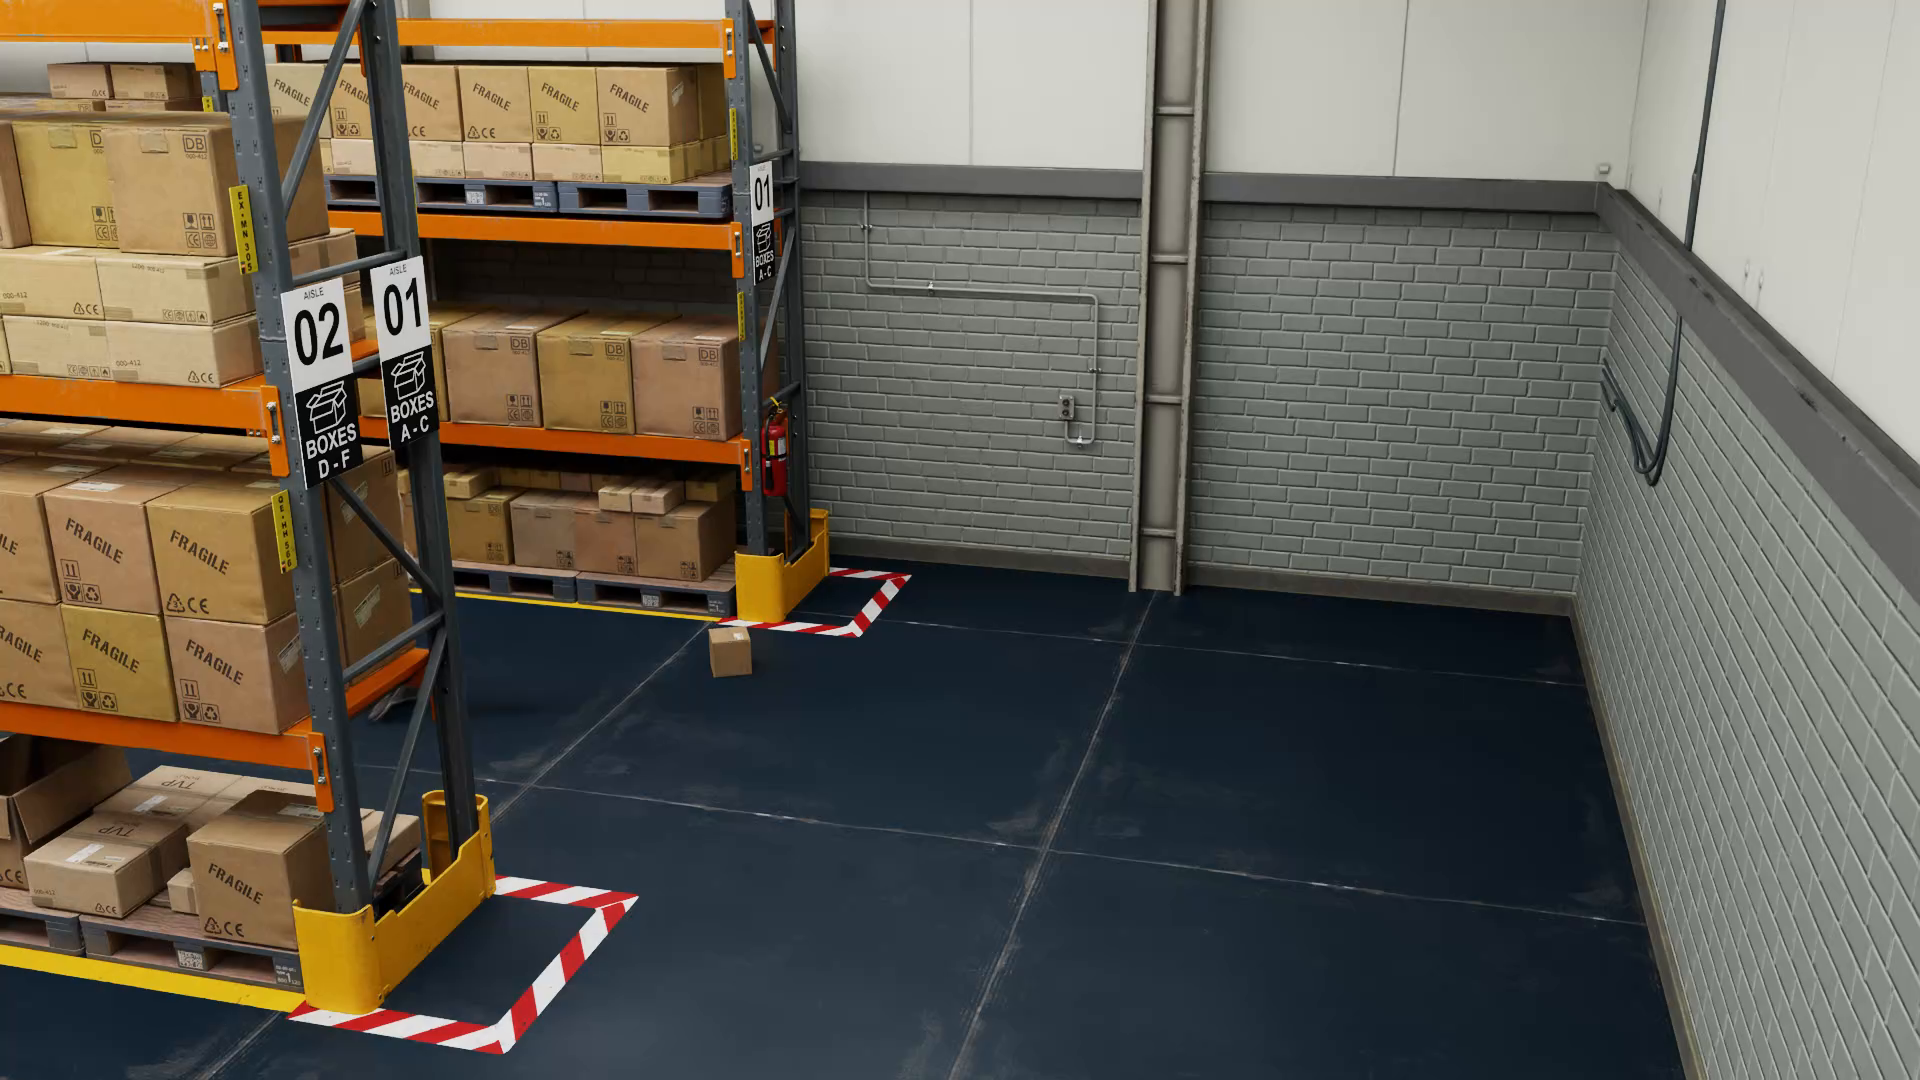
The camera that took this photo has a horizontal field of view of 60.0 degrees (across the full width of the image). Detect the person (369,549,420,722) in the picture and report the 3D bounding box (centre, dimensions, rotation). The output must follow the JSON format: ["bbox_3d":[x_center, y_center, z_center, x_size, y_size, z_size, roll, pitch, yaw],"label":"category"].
[{"bbox_3d":[-3.608,0.276,10.217,0.474,1.707,0.511,-3,19,-8],"label":"person"}]
